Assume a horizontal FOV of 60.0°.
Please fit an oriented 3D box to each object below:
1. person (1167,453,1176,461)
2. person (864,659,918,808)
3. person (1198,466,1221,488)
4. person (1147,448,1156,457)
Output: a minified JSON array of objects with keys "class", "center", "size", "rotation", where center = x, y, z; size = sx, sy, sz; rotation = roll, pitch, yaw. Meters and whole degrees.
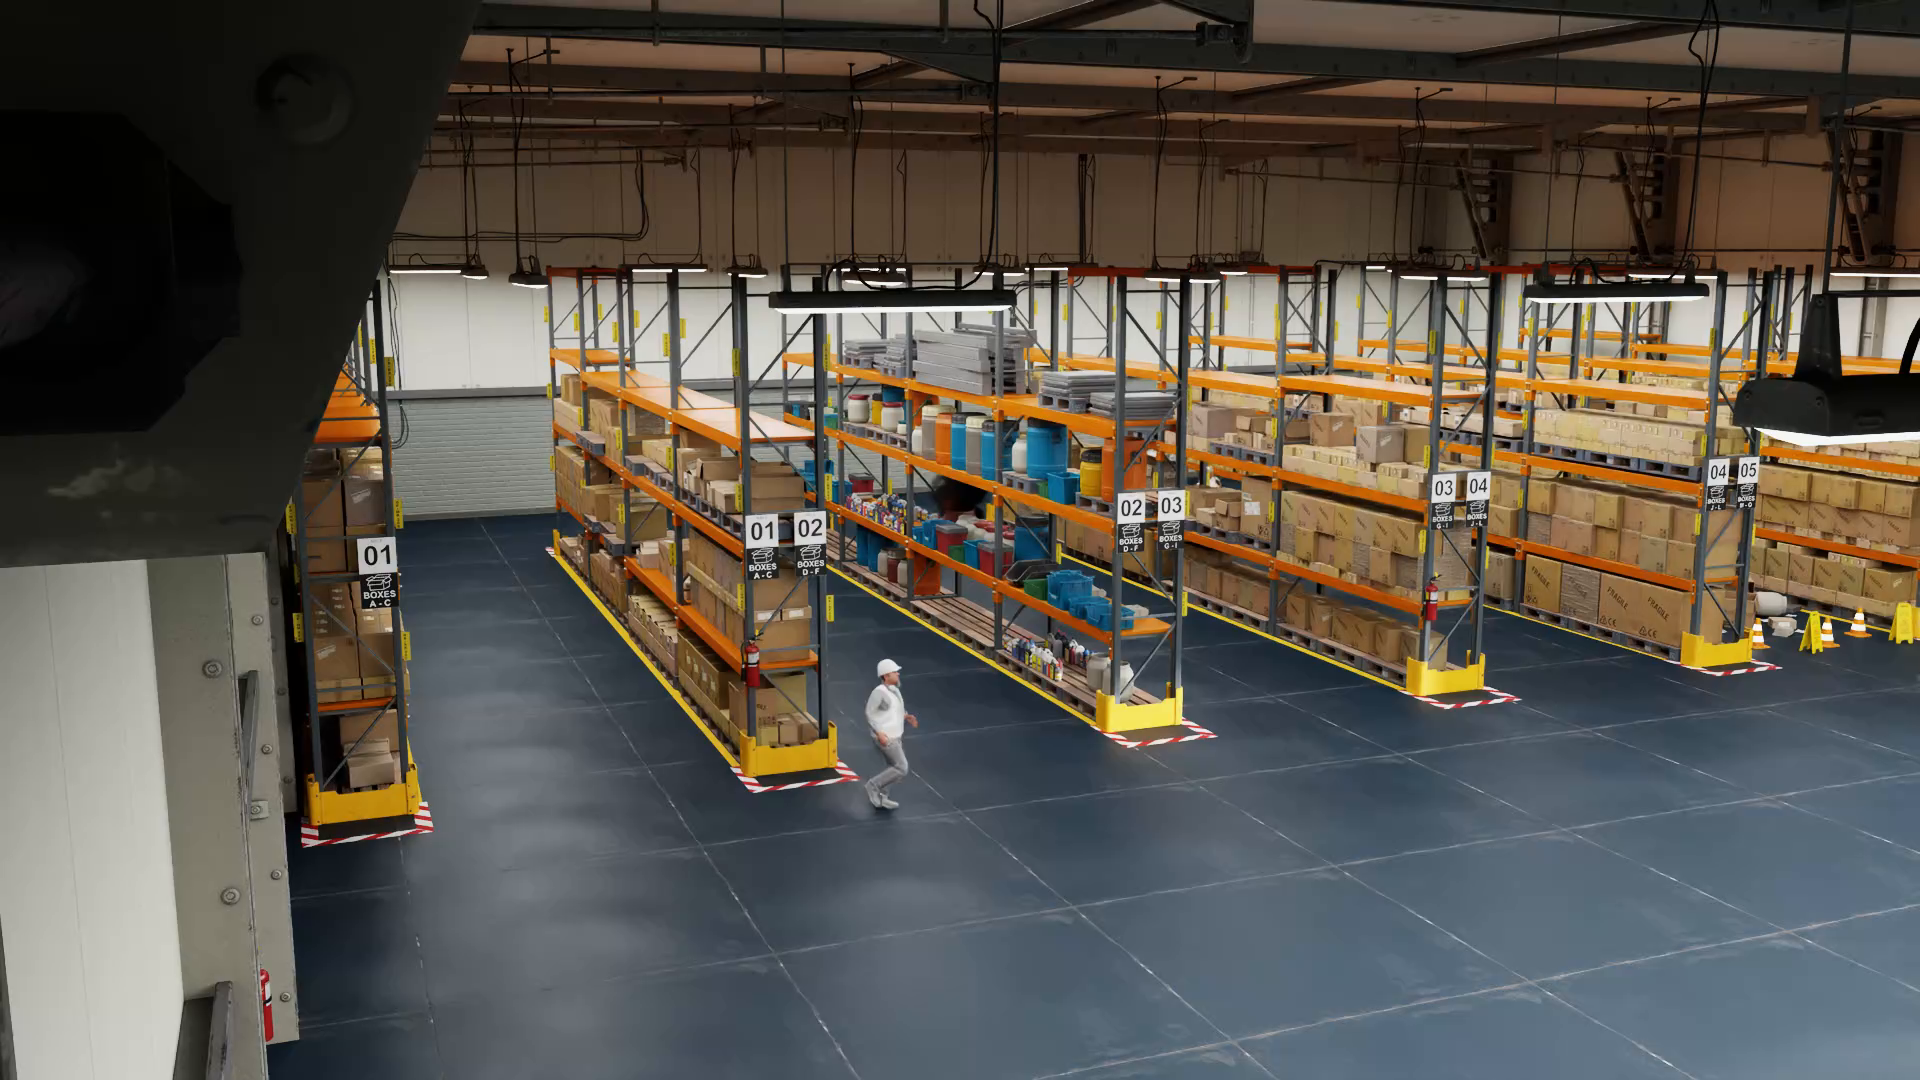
[{"class":"person","center":[5.340,-1.705,41.573],"size":[0.782,1.679,0.650],"rotation":[1,10,8]},{"class":"person","center":[-0.787,2.213,18.967],"size":[0.570,1.741,0.672],"rotation":[2,10,12]},{"class":"person","center":[5.483,-0.805,36.476],"size":[0.615,1.655,0.836],"rotation":[-2,10,-12]},{"class":"person","center":[4.502,-1.558,40.543],"size":[0.720,1.780,0.911],"rotation":[5,11,28]}]
